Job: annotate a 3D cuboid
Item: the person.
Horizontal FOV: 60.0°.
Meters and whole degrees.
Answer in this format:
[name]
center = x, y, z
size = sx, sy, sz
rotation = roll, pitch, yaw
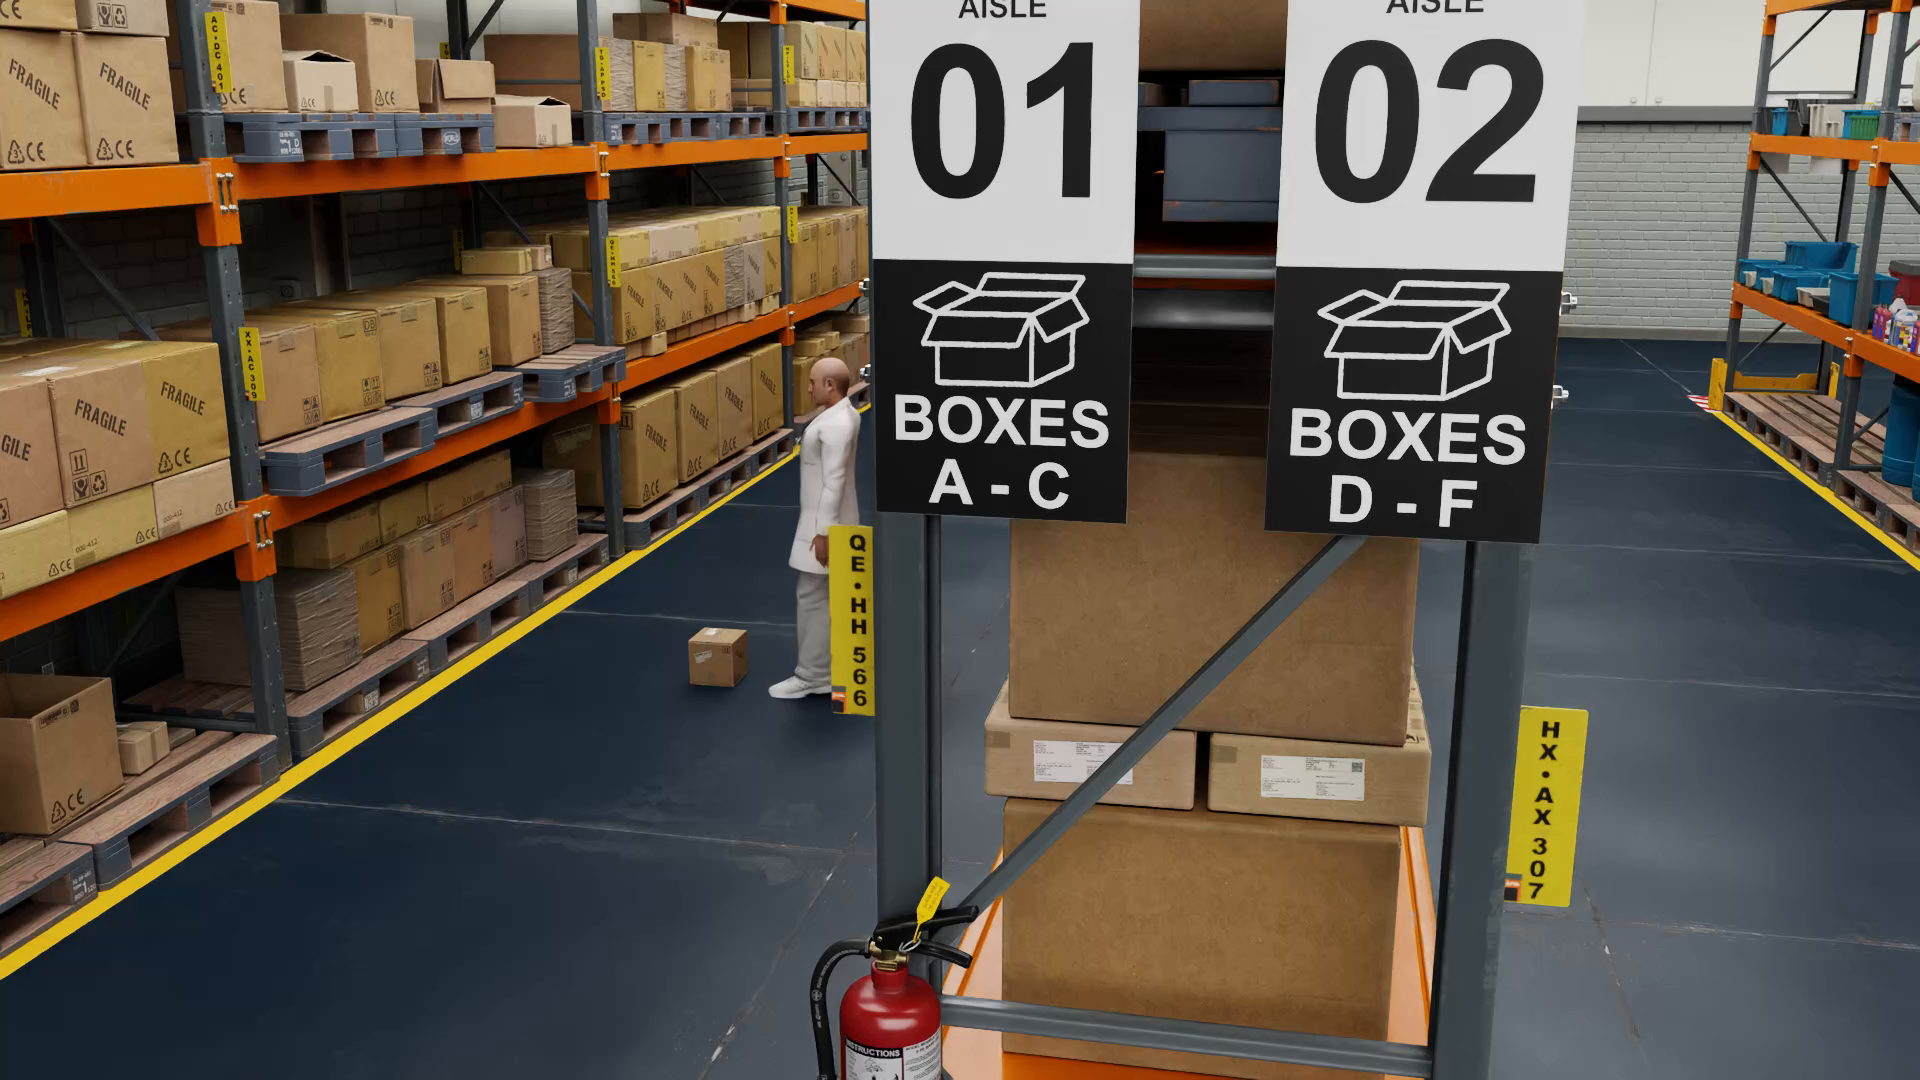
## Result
[person]
center = -0.725, -0.065, 8.793
size = 0.586, 1.799, 0.600
rotation = 1, 14, 2
